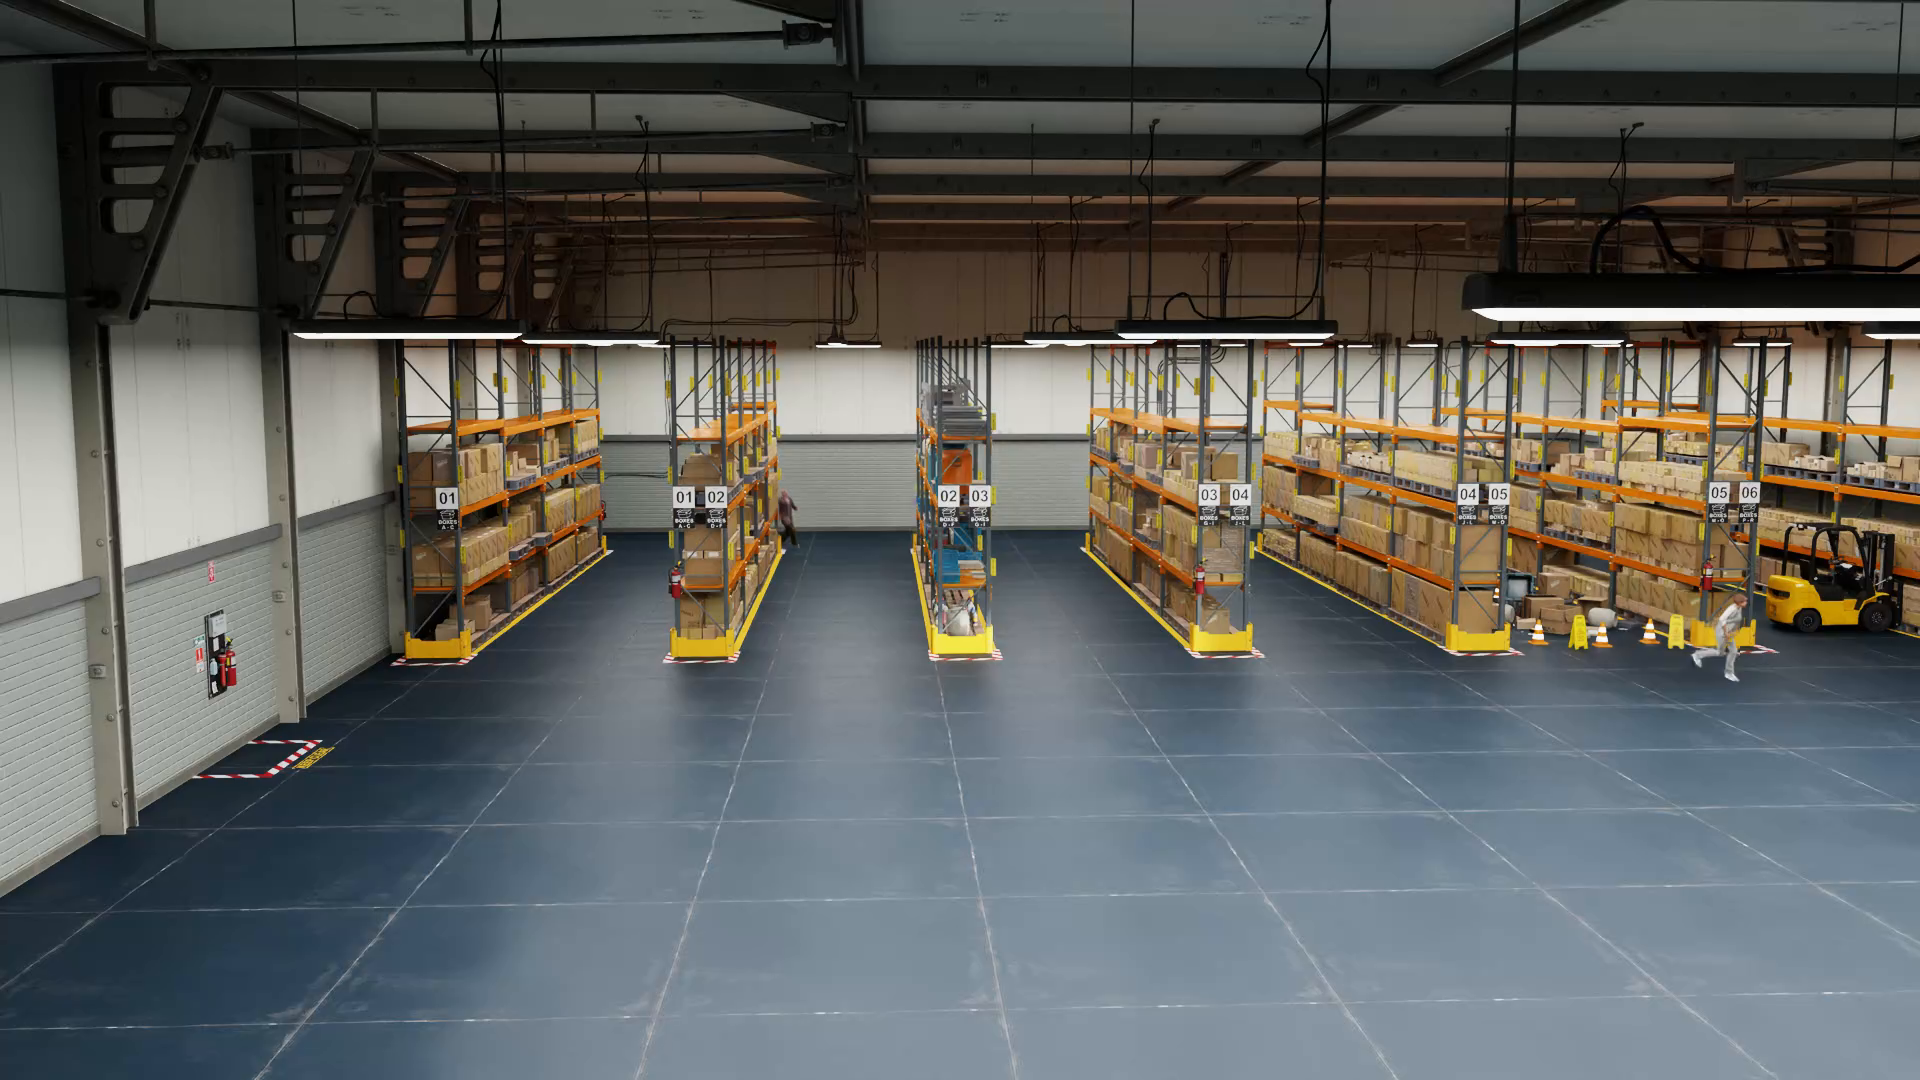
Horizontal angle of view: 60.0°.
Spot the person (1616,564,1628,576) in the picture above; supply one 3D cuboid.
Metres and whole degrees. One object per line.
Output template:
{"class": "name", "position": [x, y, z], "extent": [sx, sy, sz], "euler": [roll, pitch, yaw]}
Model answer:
{"class": "person", "position": [15.917, 0.419, 39.724], "extent": [0.573, 1.666, 0.797], "euler": [-1, 7, -9]}

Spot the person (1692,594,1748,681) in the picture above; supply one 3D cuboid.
{"class": "person", "position": [13.329, 1.677, 29.177], "extent": [0.859, 1.548, 0.548], "euler": [5, 8, 38]}

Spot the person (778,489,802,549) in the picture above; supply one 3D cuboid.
{"class": "person", "position": [-5.063, -0.615, 48.311], "extent": [0.877, 1.774, 0.750], "euler": [4, 8, 30]}
